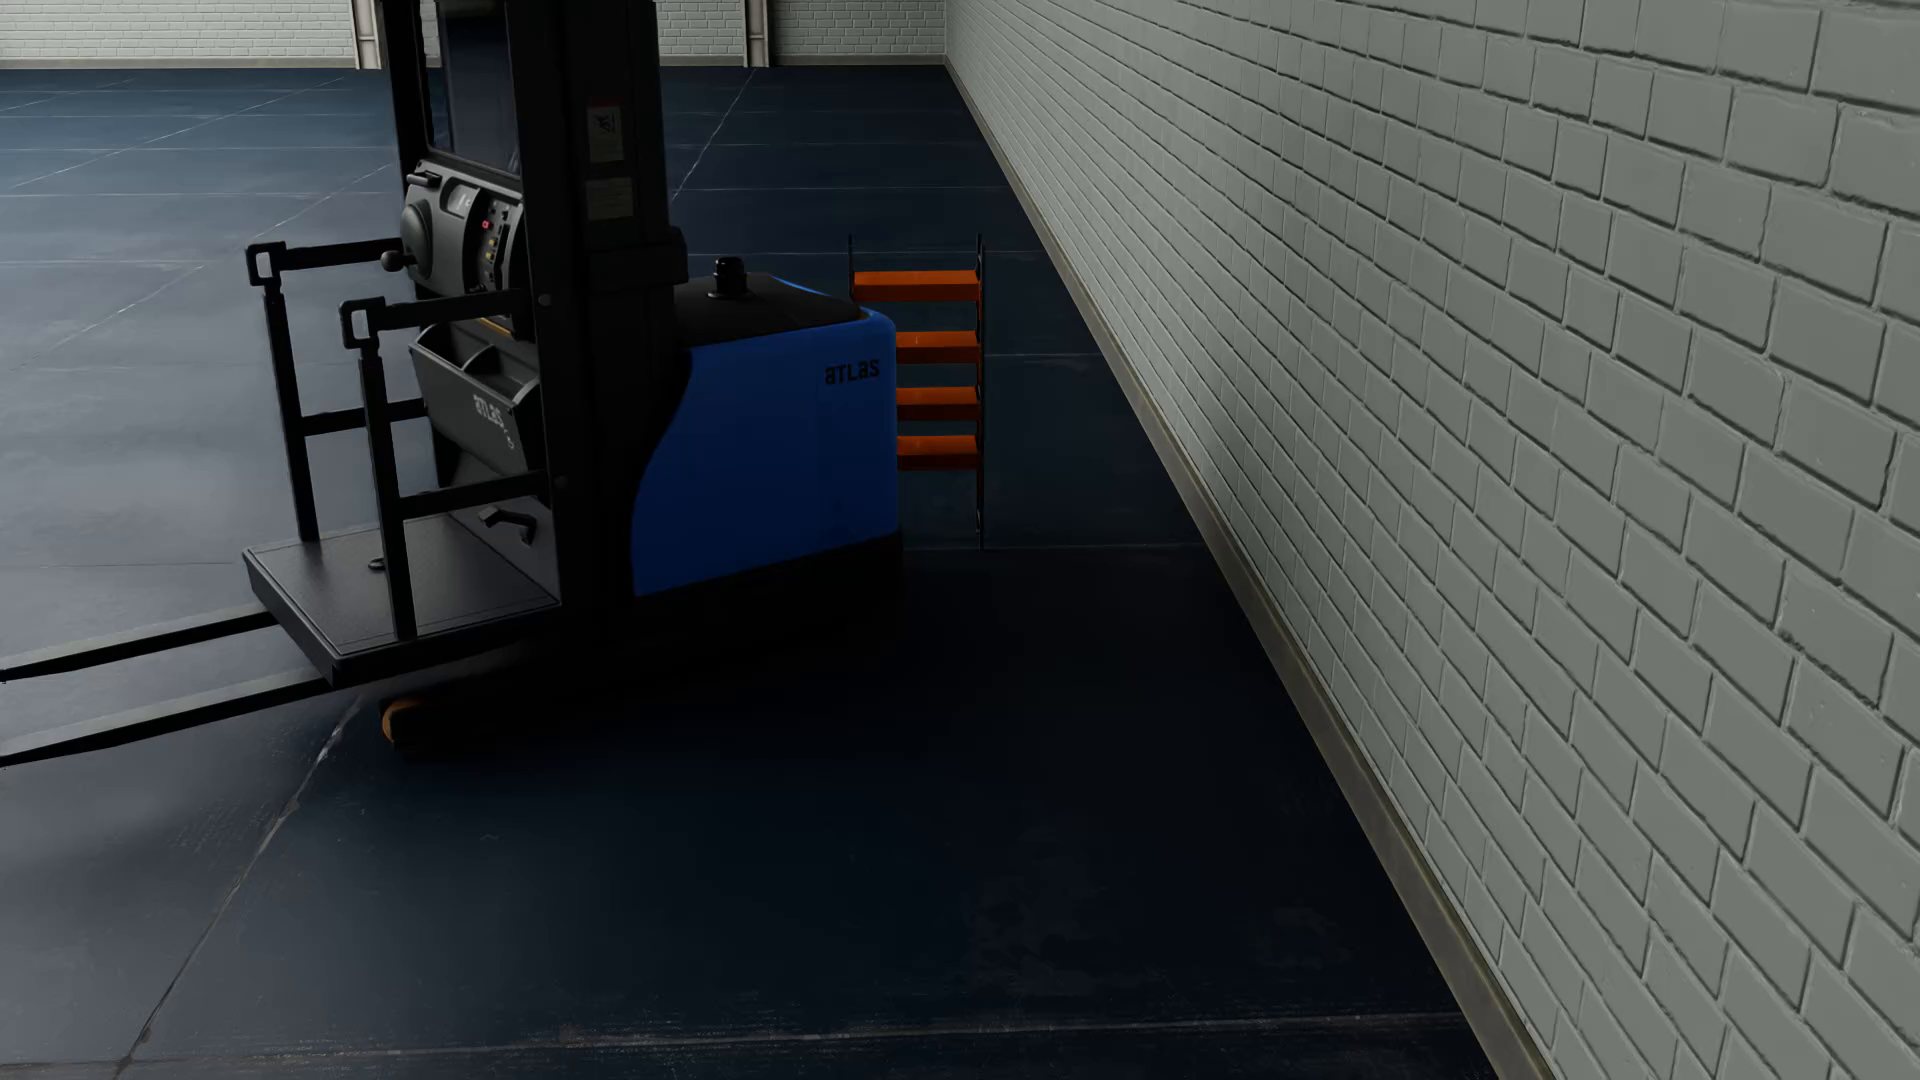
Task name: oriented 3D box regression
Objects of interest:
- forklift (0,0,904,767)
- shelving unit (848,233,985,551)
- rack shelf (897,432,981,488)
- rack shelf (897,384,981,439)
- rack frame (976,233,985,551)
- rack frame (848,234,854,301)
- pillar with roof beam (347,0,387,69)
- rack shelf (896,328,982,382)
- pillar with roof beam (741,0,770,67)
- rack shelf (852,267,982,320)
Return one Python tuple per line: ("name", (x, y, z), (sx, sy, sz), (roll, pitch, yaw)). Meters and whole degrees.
("forklift", (-1.695, -0.949, 4.994), (3.031, 2.935, 1.130), (-14, 25, -33))
("shelving unit", (-0.165, -0.557, 6.399), (0.503, 1.200, 0.258), (-1, 21, -3))
("rack shelf", (-0.165, -0.309, 6.493), (0.480, 0.148, 0.258), (-1, 21, -3))
("rack shelf", (-0.165, -0.495, 6.423), (0.480, 0.148, 0.258), (-1, 21, -3))
("rack frame", (0.078, -0.562, 6.412), (0.015, 1.200, 0.240), (-1, 21, -3))
("rack frame", (-0.409, -0.552, 6.386), (0.015, 1.200, 0.240), (-1, 21, -3))
("pillar with roof beam", (-8.953, -10.053, 20.379), (0.400, 9.000, 9.100), (-1, 21, -3))
("rack shelf", (-0.165, -0.704, 6.343), (0.480, 0.148, 0.258), (-1, 21, -3))
("pillar with roof beam", (-2.963, -10.175, 20.699), (0.400, 9.000, 9.100), (-1, 21, -3))
("rack shelf", (-0.165, -0.925, 6.259), (0.480, 0.148, 0.258), (-1, 21, -3))
